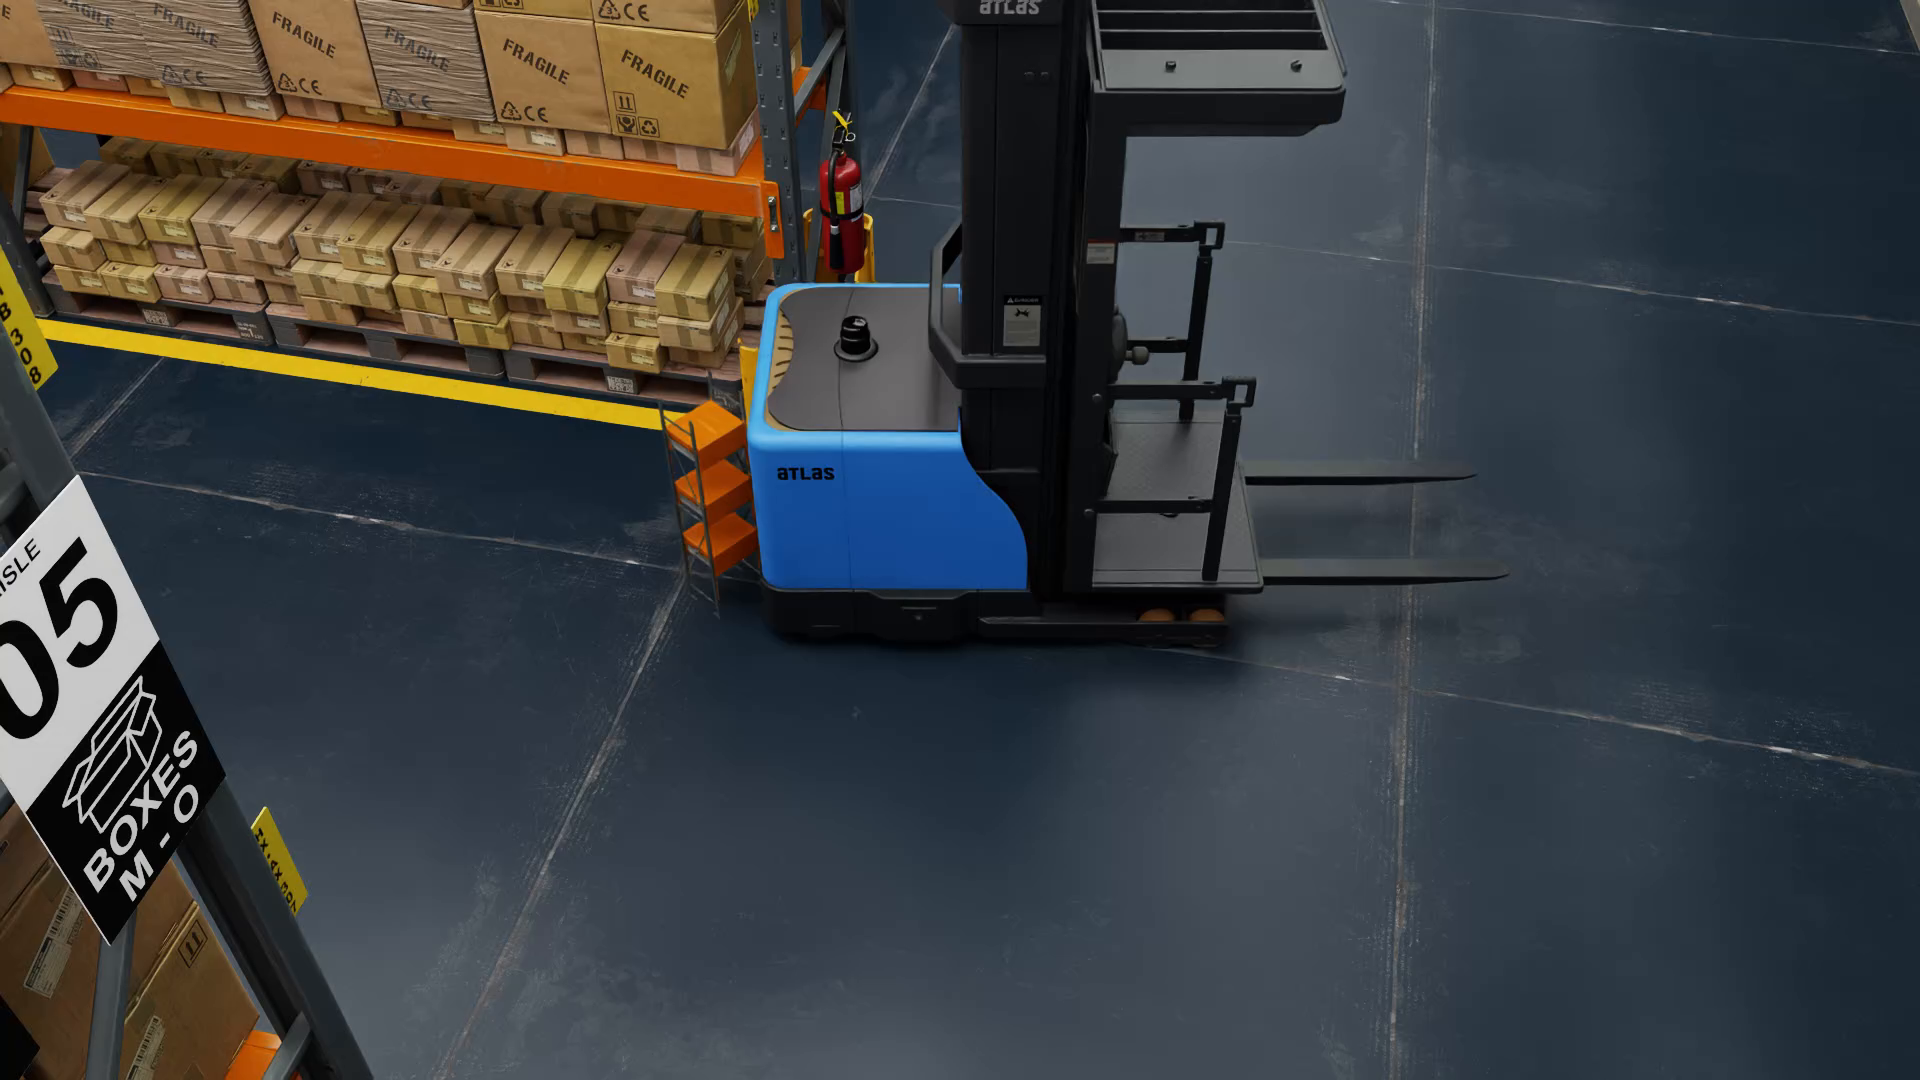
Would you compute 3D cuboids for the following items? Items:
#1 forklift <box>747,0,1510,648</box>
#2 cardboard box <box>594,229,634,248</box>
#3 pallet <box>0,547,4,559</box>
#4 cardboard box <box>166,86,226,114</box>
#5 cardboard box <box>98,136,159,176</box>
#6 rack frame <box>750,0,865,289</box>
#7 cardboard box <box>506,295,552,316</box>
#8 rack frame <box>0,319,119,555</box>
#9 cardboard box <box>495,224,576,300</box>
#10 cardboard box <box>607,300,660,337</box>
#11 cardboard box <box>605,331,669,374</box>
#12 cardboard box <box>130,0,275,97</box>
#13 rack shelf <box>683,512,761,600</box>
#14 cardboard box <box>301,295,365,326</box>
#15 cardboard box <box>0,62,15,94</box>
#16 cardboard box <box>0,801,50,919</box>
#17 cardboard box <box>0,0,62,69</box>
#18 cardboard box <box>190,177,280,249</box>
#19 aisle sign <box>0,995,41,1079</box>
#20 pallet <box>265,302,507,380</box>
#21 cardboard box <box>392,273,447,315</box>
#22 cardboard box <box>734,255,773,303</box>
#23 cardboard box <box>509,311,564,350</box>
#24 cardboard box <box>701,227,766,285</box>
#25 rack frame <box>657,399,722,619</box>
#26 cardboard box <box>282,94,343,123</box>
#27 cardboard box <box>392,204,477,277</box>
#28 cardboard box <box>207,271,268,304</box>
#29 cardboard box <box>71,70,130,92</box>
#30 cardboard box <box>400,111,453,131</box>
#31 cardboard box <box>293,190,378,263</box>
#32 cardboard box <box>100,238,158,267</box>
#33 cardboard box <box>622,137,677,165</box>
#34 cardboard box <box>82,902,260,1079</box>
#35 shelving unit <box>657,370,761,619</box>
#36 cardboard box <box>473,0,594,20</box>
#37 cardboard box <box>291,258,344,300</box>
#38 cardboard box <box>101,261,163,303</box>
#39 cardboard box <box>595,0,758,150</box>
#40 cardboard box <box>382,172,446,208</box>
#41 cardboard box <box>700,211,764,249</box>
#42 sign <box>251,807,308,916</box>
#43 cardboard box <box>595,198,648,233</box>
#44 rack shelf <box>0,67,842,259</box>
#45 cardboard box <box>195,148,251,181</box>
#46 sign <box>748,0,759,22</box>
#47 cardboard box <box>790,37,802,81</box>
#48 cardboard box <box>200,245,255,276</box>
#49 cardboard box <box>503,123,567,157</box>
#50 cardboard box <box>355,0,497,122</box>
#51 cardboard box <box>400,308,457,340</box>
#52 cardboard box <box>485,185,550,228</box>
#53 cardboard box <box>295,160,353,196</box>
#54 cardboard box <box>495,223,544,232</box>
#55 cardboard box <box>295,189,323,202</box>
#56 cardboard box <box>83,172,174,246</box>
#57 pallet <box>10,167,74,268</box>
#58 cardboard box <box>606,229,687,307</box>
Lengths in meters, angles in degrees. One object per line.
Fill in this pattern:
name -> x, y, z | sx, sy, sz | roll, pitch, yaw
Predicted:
forklift -> 0.717, -0.990, 6.125 | 3.031, 2.935, 1.130 | 0, 44, 0
cardboard box -> -1.603, -1.473, 8.116 | 0.250, 0.149, 0.380 | 9, 45, 10
pallet -> -2.343, 0.279, 2.658 | 1.213, 0.211, 1.003 | 9, 45, 9
cardboard box -> -3.297, -2.062, 7.370 | 0.250, 0.149, 0.380 | 10, 45, 10
cardboard box -> -4.134, -1.999, 8.448 | 0.250, 0.149, 0.380 | 10, 45, 10
rack frame -> -0.634, -1.932, 7.055 | 0.127, 3.000, 1.000 | 9, 45, 9
cardboard box -> -1.959, -1.238, 7.872 | 0.250, 0.149, 0.380 | 8, 45, 9
rack frame -> -1.617, -0.728, 1.478 | 0.127, 3.000, 1.000 | 9, 45, 9
cardboard box -> -1.958, -1.292, 7.713 | 0.250, 0.149, 0.380 | 7, 44, 7
cardboard box -> -1.455, -1.126, 7.756 | 0.250, 0.149, 0.380 | 8, 44, 8
cardboard box -> -1.467, -0.965, 7.803 | 0.250, 0.149, 0.380 | 10, 45, 10
cardboard box -> -3.142, -2.265, 7.114 | 0.500, 0.500, 0.500 | 8, 44, 8
rack shelf -> -0.977, 0.045, 6.822 | 0.215, 0.259, 0.240 | 33, 53, 30
cardboard box -> -2.978, -1.221, 8.068 | 0.250, 0.149, 0.380 | 8, 44, 8
cardboard box -> -4.333, -2.183, 7.496 | 0.250, 0.149, 0.380 | 10, 45, 11
cardboard box -> -1.903, 0.562, 3.202 | 0.250, 0.149, 0.380 | 10, 45, 10
cardboard box -> -4.110, -2.436, 7.291 | 0.500, 0.500, 0.500 | 8, 44, 8
cardboard box -> -3.474, -1.573, 8.005 | 0.250, 0.149, 0.380 | 8, 44, 8
aisle sign -> -1.614, 0.717, 2.427 | 0.004, 0.787, 0.394 | 9, 45, 9
pallet -> -2.681, -1.272, 8.380 | 1.213, 0.211, 1.003 | 9, 45, 9
cardboard box -> -2.474, -1.249, 7.883 | 0.250, 0.149, 0.380 | 11, 45, 11
cardboard box -> -1.076, -1.352, 8.205 | 0.250, 0.149, 0.380 | 10, 45, 10
cardboard box -> -1.950, -1.092, 7.935 | 0.250, 0.149, 0.380 | 9, 45, 9
cardboard box -> -1.090, -1.417, 8.057 | 0.250, 0.149, 0.380 | 11, 45, 11
rack frame -> -1.061, -0.102, 6.559 | 0.200, 1.050, 0.008 | 33, 53, 30
cardboard box -> -2.765, -2.007, 7.314 | 0.250, 0.149, 0.380 | 10, 45, 11
cardboard box -> -2.466, -1.410, 7.835 | 0.250, 0.149, 0.380 | 7, 44, 8
cardboard box -> -3.481, -1.342, 8.194 | 0.250, 0.149, 0.380 | 8, 44, 8
cardboard box -> -3.793, -2.189, 7.503 | 0.250, 0.149, 0.380 | 7, 44, 7
cardboard box -> -2.252, -1.955, 7.259 | 0.250, 0.149, 0.380 | 7, 44, 7
cardboard box -> -2.960, -1.494, 7.923 | 0.250, 0.149, 0.380 | 7, 44, 7
cardboard box -> -3.988, -1.520, 8.165 | 0.250, 0.149, 0.380 | 9, 45, 9
cardboard box -> -1.249, -1.763, 7.060 | 0.250, 0.149, 0.380 | 9, 45, 9
cardboard box -> -2.022, 1.130, 3.801 | 0.500, 0.500, 0.500 | 9, 45, 9
shelving unit -> -0.977, -0.163, 6.622 | 0.215, 1.050, 0.252 | 33, 53, 30
cardboard box -> -1.630, -2.413, 6.547 | 0.500, 0.500, 0.500 | 7, 44, 8
cardboard box -> -2.983, -1.326, 7.963 | 0.250, 0.149, 0.380 | 9, 45, 9
cardboard box -> -3.993, -1.349, 8.202 | 0.250, 0.149, 0.380 | 10, 45, 10
cardboard box -> -1.129, -1.969, 6.806 | 0.500, 0.500, 0.500 | 10, 45, 10
cardboard box -> -2.626, -1.739, 8.178 | 0.250, 0.149, 0.380 | 9, 45, 9
cardboard box -> -1.072, -1.580, 8.013 | 0.250, 0.149, 0.380 | 7, 44, 7
sign -> -1.490, 0.718, 3.620 | 0.005, 0.325, 0.100 | 9, 45, 9
cardboard box -> -1.585, -1.665, 8.101 | 0.250, 0.149, 0.380 | 9, 45, 9
rack shelf -> -2.586, -1.976, 7.619 | 4.000, 0.370, 1.077 | 9, 45, 9
cardboard box -> -3.631, -1.954, 8.401 | 0.250, 0.149, 0.380 | 8, 45, 9
sign -> -0.775, -2.091, 6.156 | 0.005, 0.325, 0.100 | 9, 45, 9
cardboard box -> -0.879, -2.113, 7.423 | 0.250, 0.149, 0.380 | 8, 45, 9
cardboard box -> -3.479, -1.465, 8.107 | 0.250, 0.149, 0.380 | 7, 44, 7
cardboard box -> -1.751, -1.814, 7.112 | 0.250, 0.149, 0.380 | 10, 45, 10
cardboard box -> -2.128, -2.121, 6.964 | 0.500, 0.500, 0.500 | 9, 45, 9
cardboard box -> -2.475, -1.143, 7.988 | 0.250, 0.149, 0.380 | 10, 45, 10
cardboard box -> -2.113, -1.695, 8.132 | 0.250, 0.149, 0.380 | 10, 45, 11
cardboard box -> -3.111, -1.883, 8.328 | 0.250, 0.149, 0.380 | 7, 44, 7
cardboard box -> -2.109, -1.562, 8.208 | 0.250, 0.149, 0.380 | 7, 44, 7
cardboard box -> -3.153, -1.746, 8.399 | 0.250, 0.149, 0.380 | 10, 45, 10
cardboard box -> -3.991, -1.602, 8.036 | 0.250, 0.149, 0.380 | 11, 45, 11
pallet -> -5.298, -1.650, 8.772 | 1.213, 0.211, 1.003 | 9, 45, 9
cardboard box -> -1.439, -1.256, 7.676 | 0.250, 0.149, 0.380 | 10, 45, 10
